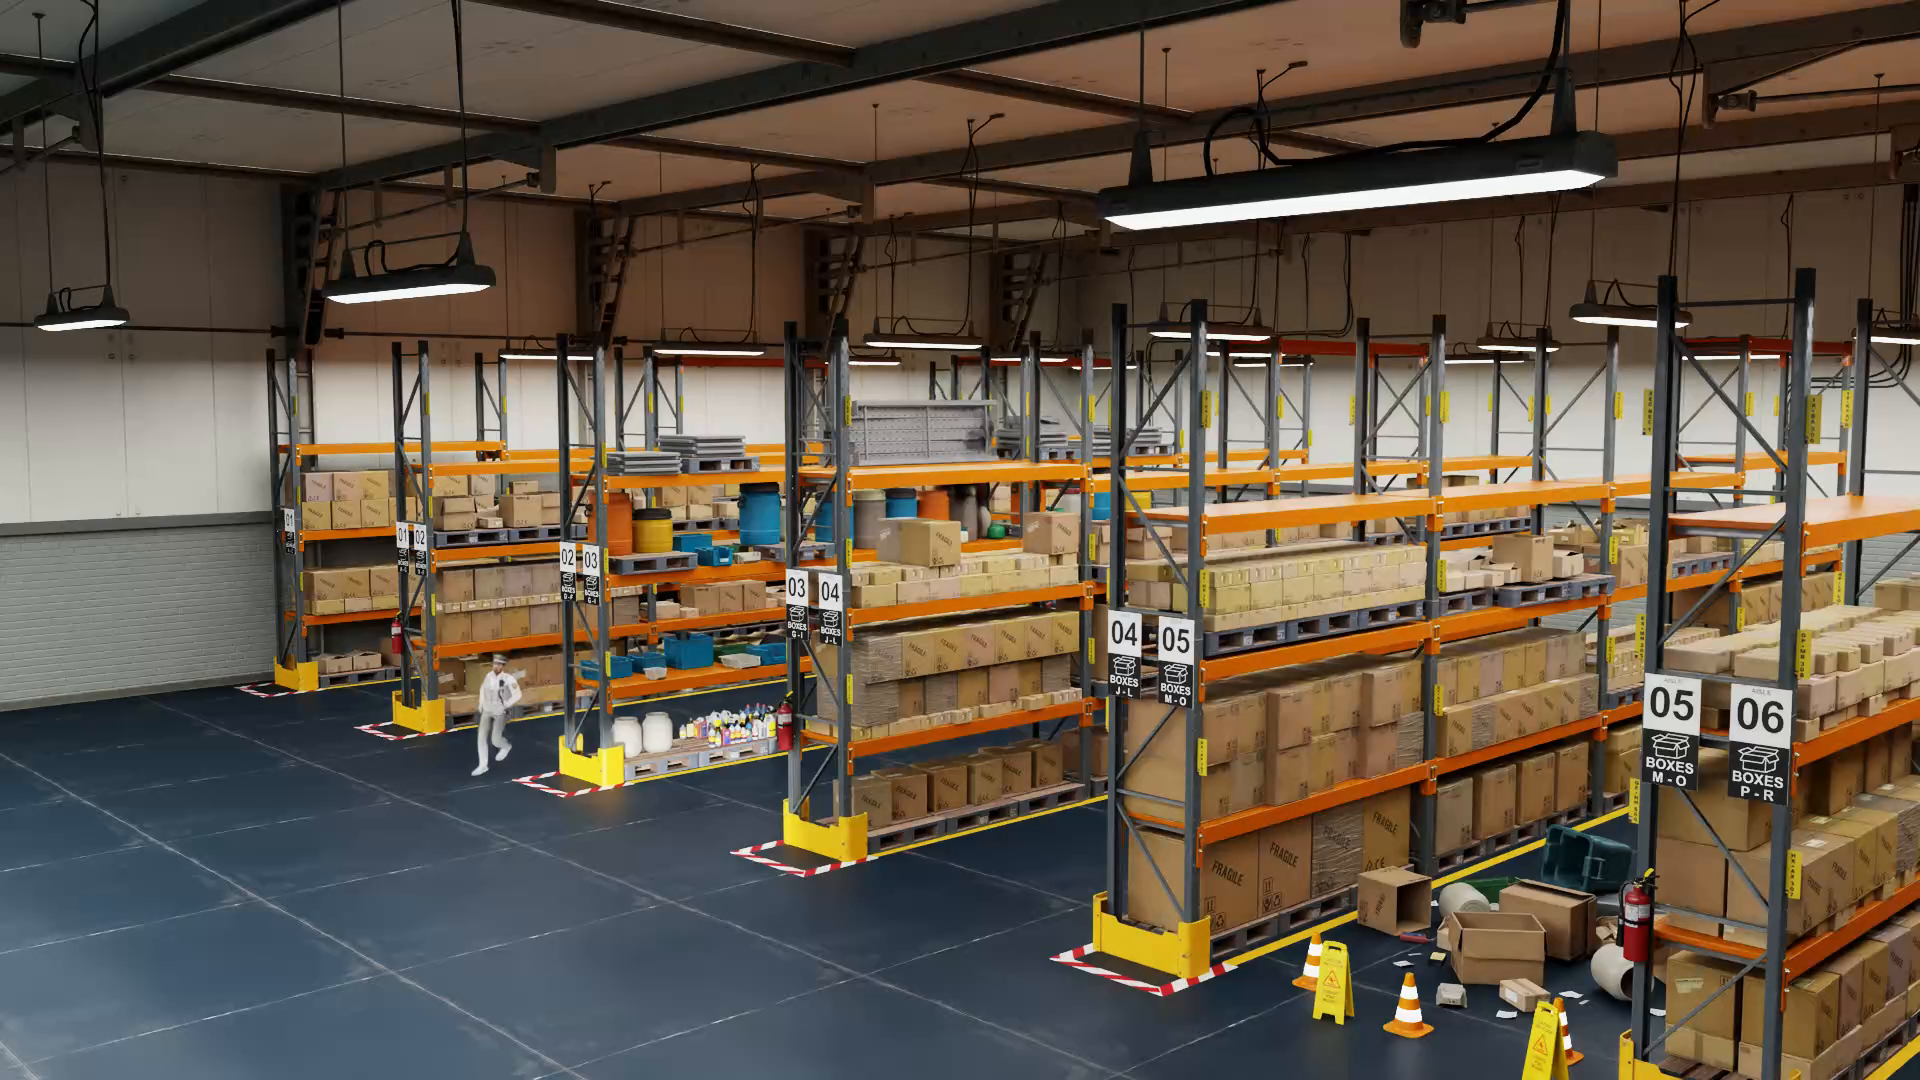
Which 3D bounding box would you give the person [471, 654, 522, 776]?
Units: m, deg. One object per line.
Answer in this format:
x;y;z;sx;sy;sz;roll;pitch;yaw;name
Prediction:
-6.340;2.377;22.902;0.669;1.664;0.760;1;5;15;person
